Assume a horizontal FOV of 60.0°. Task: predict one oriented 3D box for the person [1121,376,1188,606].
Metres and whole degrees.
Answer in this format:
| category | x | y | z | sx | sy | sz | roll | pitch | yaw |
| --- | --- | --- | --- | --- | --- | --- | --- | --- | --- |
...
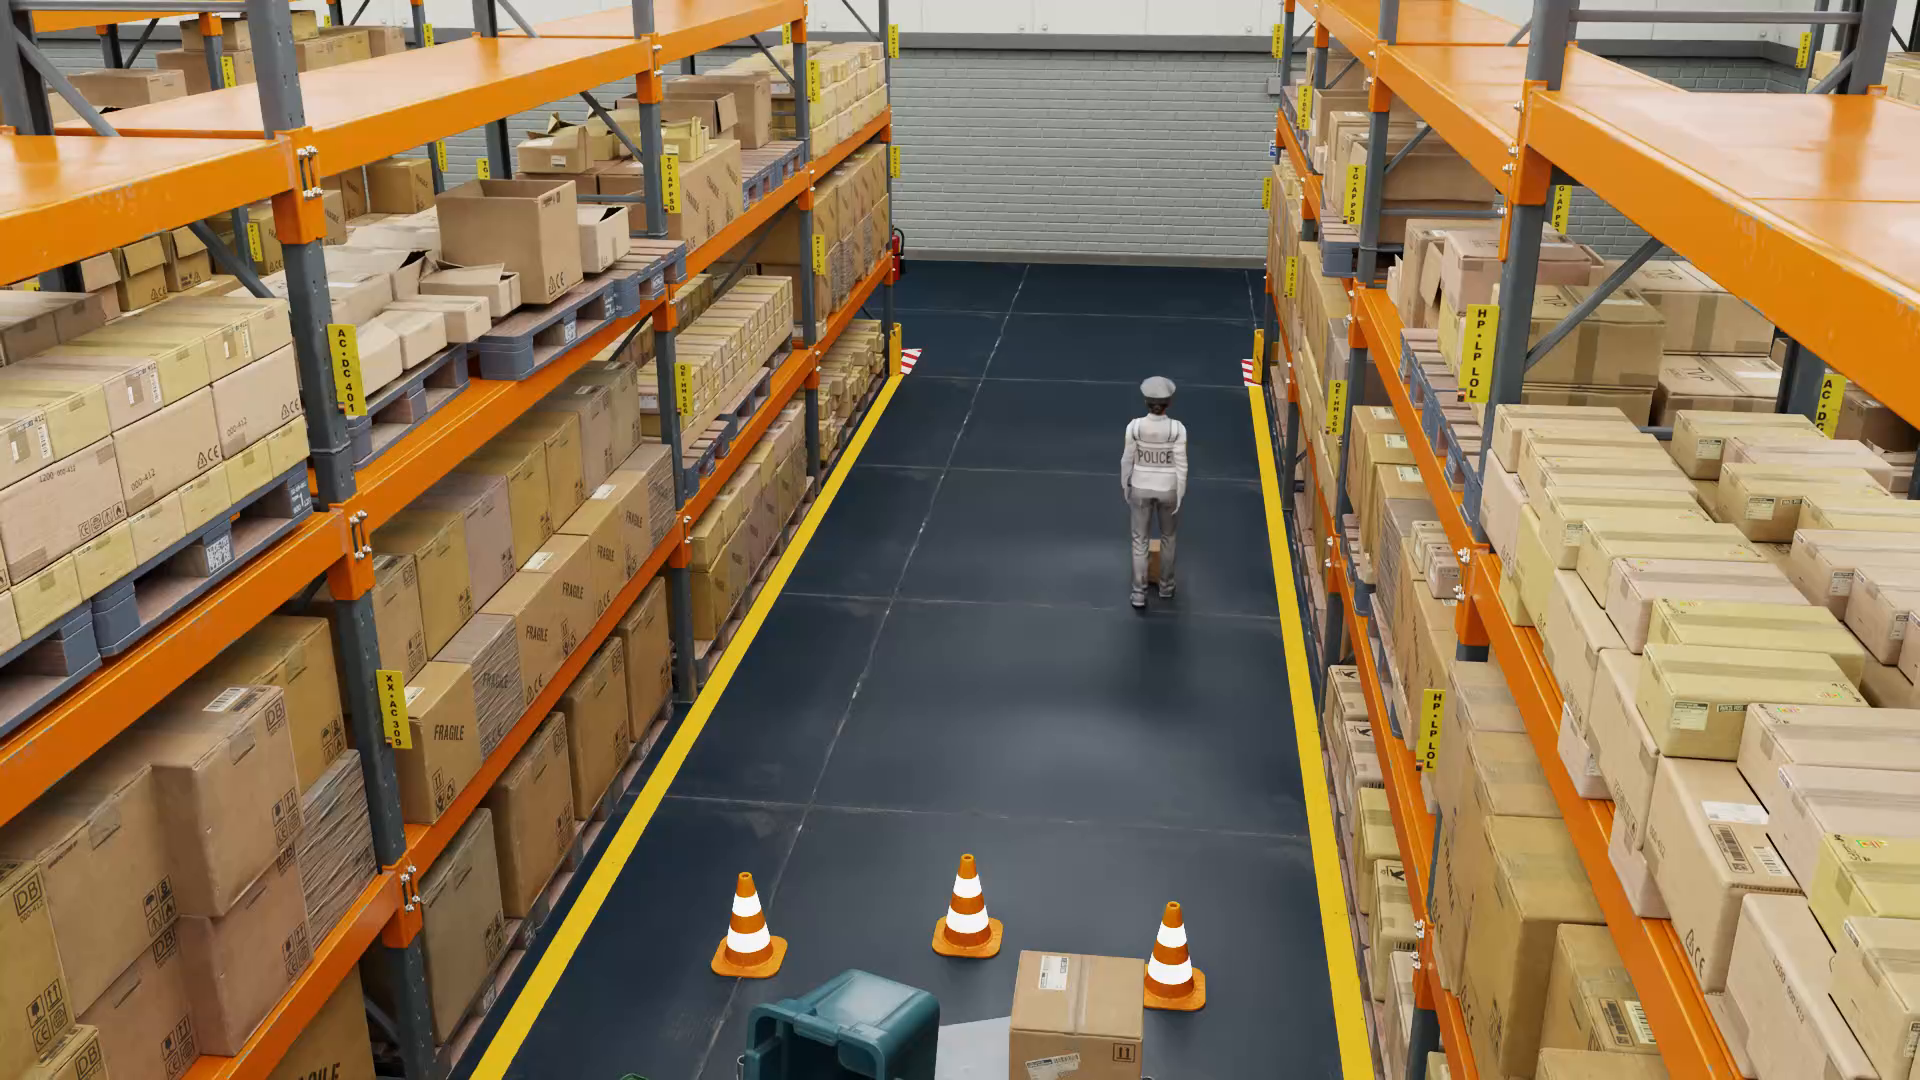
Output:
| category | x | y | z | sx | sy | sz | roll | pitch | yaw |
| --- | --- | --- | --- | --- | --- | --- | --- | --- | --- |
| person | 1.393 | -0.364 | 11.995 | 0.475 | 1.683 | 0.485 | 3 | 21 | 7 |
